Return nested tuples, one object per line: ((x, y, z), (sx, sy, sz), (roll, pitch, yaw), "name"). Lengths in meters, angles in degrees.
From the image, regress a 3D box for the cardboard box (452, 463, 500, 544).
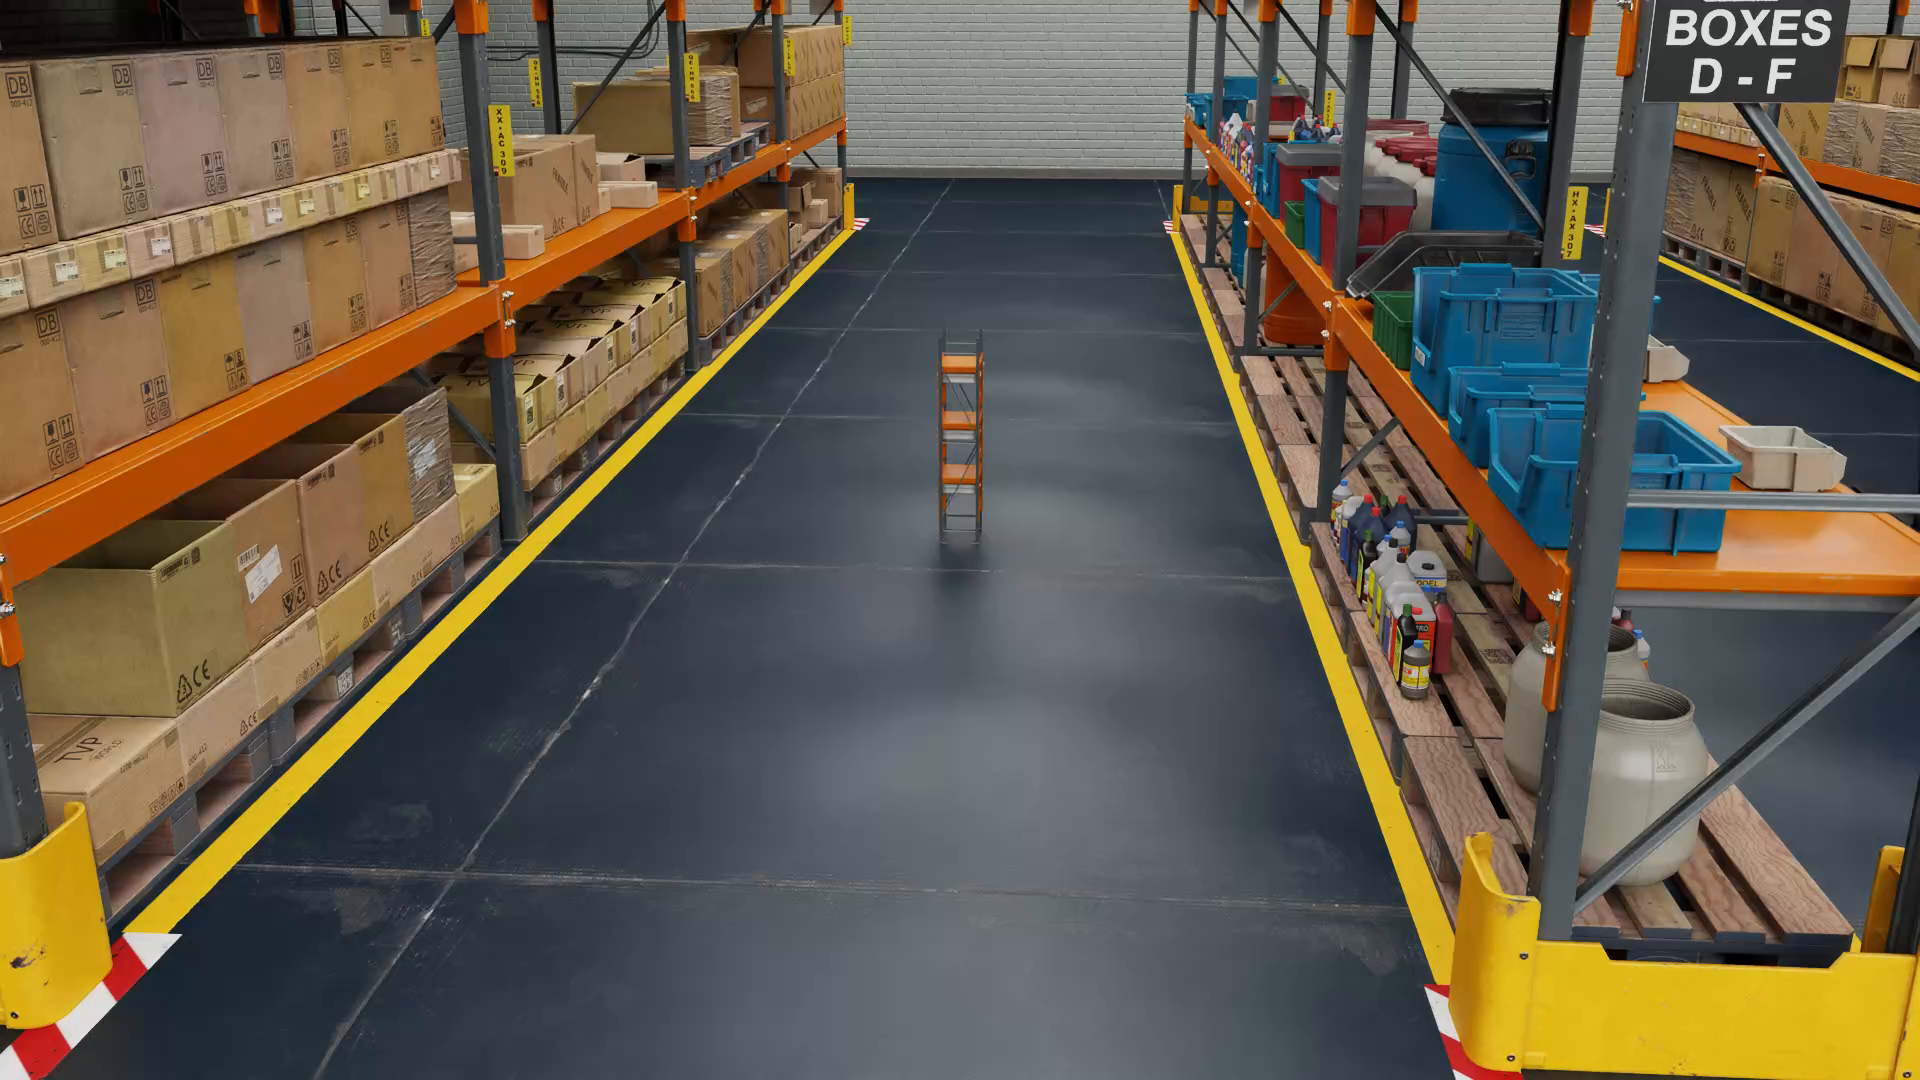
((-2.519, -0.179, 7.894), (0.500, 0.250, 0.500), (1, 18, 4), "cardboard box")

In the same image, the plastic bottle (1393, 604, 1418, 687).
((1.634, 0.384, 6.090), (0.061, 0.283, 0.133), (2, 18, 5), "plastic bottle")

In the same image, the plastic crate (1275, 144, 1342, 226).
((2.102, -2.101, 9.915), (0.402, 0.464, 0.583), (1, 18, 4), "plastic crate")

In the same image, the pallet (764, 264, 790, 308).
((-2.151, -2.341, 15.229), (1.003, 0.211, 1.213), (1, 18, 4), "pallet")

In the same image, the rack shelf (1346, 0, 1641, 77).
((2.093, -1.786, 5.394), (1.077, 0.370, 4.000), (1, 18, 4), "rack shelf")

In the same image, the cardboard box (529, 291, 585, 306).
((-2.777, -1.517, 11.077), (0.500, 0.311, 0.500), (1, 18, 3), "cardboard box")

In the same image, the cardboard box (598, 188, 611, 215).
((-2.452, -2.161, 10.603), (0.380, 0.149, 0.250), (3, 18, 8), "cardboard box")

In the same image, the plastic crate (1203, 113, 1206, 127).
((2.635, -4.259, 16.930), (0.293, 0.136, 0.466), (1, 18, 4), "plastic crate")

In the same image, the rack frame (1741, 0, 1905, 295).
((7.750, -3.697, 14.890), (1.000, 3.000, 0.127), (1, 18, 4), "rack frame")

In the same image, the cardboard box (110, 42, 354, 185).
((-2.801, -1.649, 6.393), (0.700, 0.500, 0.500), (1, 18, 4), "cardboard box")

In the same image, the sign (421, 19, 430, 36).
((-6.245, -5.918, 19.426), (0.100, 0.325, 0.005), (1, 18, 4), "sign")

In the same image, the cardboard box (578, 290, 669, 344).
((-2.240, -1.507, 11.046), (0.500, 0.311, 0.500), (1, 18, 3), "cardboard box")

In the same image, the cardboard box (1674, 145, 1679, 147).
((8.071, -3.929, 18.334), (0.875, 0.875, 0.875), (1, 18, 4), "cardboard box")

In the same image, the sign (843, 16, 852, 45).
((-1.292, -5.844, 19.073), (0.100, 0.325, 0.005), (1, 18, 4), "sign")

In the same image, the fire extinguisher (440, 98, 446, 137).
((-6.314, -5.094, 19.875), (0.296, 0.674, 0.183), (1, 18, 4), "fire extinguisher")

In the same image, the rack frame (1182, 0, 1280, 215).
((3.097, -5.050, 19.019), (1.000, 3.000, 0.127), (1, 18, 4), "rack frame")

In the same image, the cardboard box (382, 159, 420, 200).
((-2.546, -1.543, 7.114), (0.380, 0.149, 0.250), (1, 18, 2), "cardboard box")

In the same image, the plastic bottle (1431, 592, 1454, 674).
((1.796, 0.345, 6.208), (0.061, 0.283, 0.133), (1, 18, 4), "plastic bottle")

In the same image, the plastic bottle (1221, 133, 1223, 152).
((2.358, -3.532, 14.703), (0.097, 0.201, 0.097), (0, 18, 0), "plastic bottle")

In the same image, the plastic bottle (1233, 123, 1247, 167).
((2.284, -3.180, 13.389), (0.144, 0.351, 0.185), (1, 18, 4), "plastic bottle")

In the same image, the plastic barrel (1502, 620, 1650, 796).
((1.957, 0.540, 5.279), (0.421, 0.512, 0.421), (0, 18, 0), "plastic barrel")

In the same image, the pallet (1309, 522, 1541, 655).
((2.147, 0.209, 7.445), (1.003, 0.211, 1.213), (1, 18, 4), "pallet")

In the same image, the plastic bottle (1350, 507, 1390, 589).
((1.751, 0.026, 7.073), (0.144, 0.351, 0.185), (1, 18, 2), "plastic bottle")

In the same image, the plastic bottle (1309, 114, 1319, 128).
((3.070, -3.492, 14.341), (0.144, 0.351, 0.185), (1, 18, 4), "plastic bottle")

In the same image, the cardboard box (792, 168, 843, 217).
((-1.637, -4.009, 19.148), (0.500, 0.500, 0.500), (1, 18, 4), "cardboard box")

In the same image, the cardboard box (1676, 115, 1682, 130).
((7.593, -4.318, 17.187), (0.380, 0.149, 0.250), (1, 18, 3), "cardboard box")

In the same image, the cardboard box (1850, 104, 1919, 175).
((7.365, -3.135, 13.014), (0.500, 0.500, 0.500), (2, 18, 5), "cardboard box")

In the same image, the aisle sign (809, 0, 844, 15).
((-1.533, -6.412, 18.999), (0.394, 0.787, 0.004), (1, 18, 4), "aisle sign")

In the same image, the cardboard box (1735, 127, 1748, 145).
((7.463, -3.760, 15.485), (0.380, 0.149, 0.250), (2, 18, 5), "cardboard box")

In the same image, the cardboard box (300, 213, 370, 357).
((-2.801, -1.025, 6.573), (0.700, 0.500, 0.500), (2, 18, 5), "cardboard box")

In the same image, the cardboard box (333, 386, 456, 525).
((-2.567, -0.380, 7.304), (0.500, 0.500, 0.500), (1, 18, 4), "cardboard box")

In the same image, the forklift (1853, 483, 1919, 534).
((4.715, -0.990, 6.738), (1.130, 2.935, 3.031), (3, 18, 8), "forklift")

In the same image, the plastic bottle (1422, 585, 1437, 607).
((1.831, 0.276, 6.550), (0.097, 0.201, 0.097), (0, 18, 0), "plastic bottle")

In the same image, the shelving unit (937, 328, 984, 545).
((0.004, -0.516, 8.310), (0.215, 1.050, 0.252), (1, 18, 4), "shelving unit")

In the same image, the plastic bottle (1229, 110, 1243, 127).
((2.459, -3.670, 14.885), (0.144, 0.351, 0.185), (1, 18, 4), "plastic bottle")

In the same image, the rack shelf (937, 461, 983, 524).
((0.004, -0.241, 8.400), (0.215, 0.259, 0.240), (1, 18, 4), "rack shelf")

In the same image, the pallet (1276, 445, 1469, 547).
((2.254, -0.243, 8.826), (1.003, 0.211, 1.213), (1, 18, 4), "pallet")

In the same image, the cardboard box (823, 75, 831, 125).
((-1.679, -4.748, 17.936), (0.500, 0.500, 0.500), (1, 18, 4), "cardboard box")

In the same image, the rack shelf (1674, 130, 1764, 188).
((7.894, -3.977, 16.897), (1.077, 0.370, 4.000), (1, 18, 4), "rack shelf")

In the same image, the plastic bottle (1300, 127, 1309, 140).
((2.916, -3.344, 14.018), (0.097, 0.271, 0.097), (0, 18, 0), "plastic bottle")

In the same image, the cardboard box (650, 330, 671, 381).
((-2.245, -1.241, 11.135), (0.500, 0.250, 0.500), (1, 18, 3), "cardboard box")

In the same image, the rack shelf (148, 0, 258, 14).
((-7.215, -4.492, 13.651), (1.077, 0.370, 4.000), (1, 18, 4), "rack shelf")

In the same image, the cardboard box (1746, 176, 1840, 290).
((7.724, -2.688, 14.547), (1.225, 0.875, 0.875), (1, 18, 4), "cardboard box")

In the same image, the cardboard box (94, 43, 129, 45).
((-7.395, -4.284, 14.806), (0.500, 0.250, 0.500), (1, 18, 5), "cardboard box")

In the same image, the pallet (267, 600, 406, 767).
((-2.888, 0.516, 6.509), (1.003, 0.211, 1.213), (1, 18, 4), "pallet")

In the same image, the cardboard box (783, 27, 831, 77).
((-1.669, -5.222, 17.777), (0.500, 0.500, 0.500), (2, 18, 5), "cardboard box")

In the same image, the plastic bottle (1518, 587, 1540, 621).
((2.319, 0.173, 6.734), (0.061, 0.283, 0.133), (1, 18, 4), "plastic bottle")

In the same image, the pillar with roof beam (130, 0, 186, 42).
((-3.590, -7.021, 15.397), (9.100, 9.000, 0.400), (1, 18, 4), "pillar with roof beam")

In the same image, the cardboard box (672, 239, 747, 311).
((-2.027, -2.152, 13.481), (0.500, 0.500, 0.500), (1, 18, 3), "cardboard box")

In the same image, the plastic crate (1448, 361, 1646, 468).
((1.739, -0.374, 4.986), (0.499, 0.251, 0.408), (1, 18, 4), "plastic crate")

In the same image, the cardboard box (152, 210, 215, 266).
((-2.675, -0.986, 5.413), (0.380, 0.149, 0.250), (1, 18, 2), "cardboard box")
